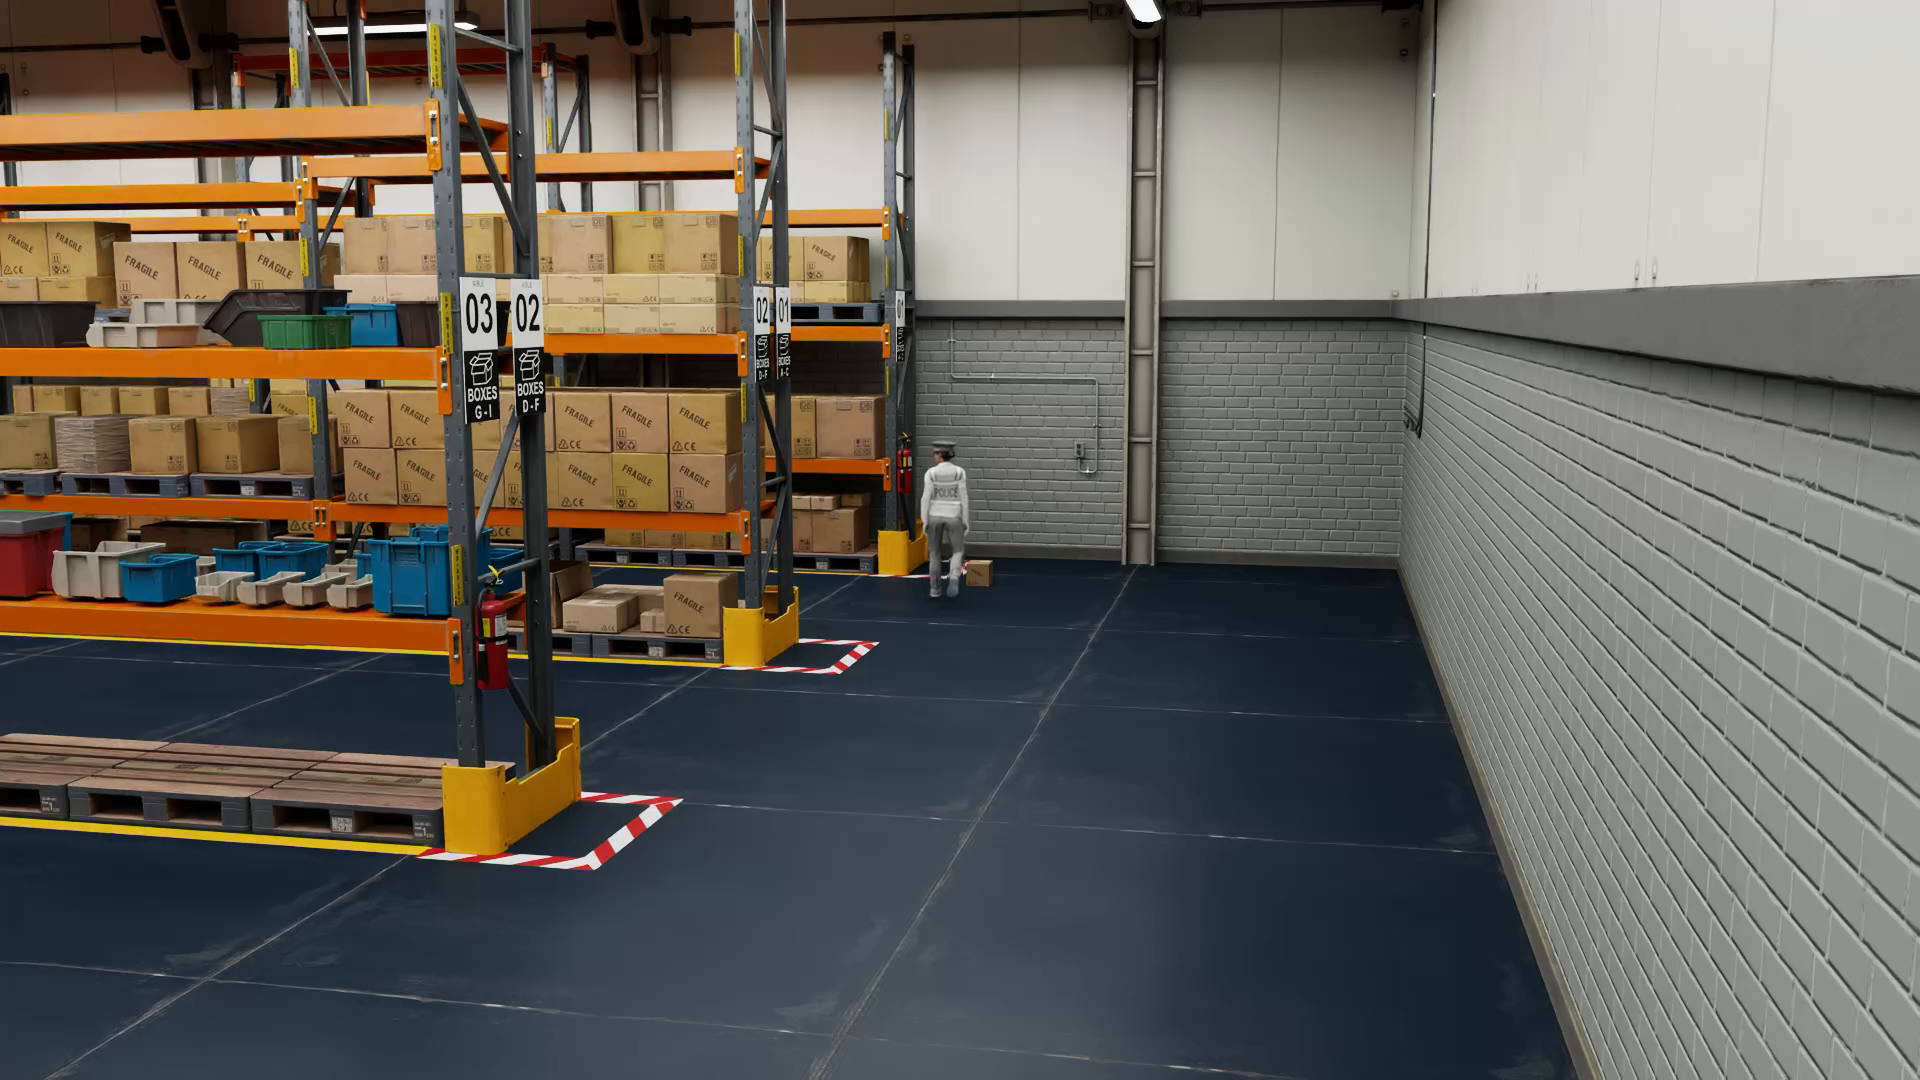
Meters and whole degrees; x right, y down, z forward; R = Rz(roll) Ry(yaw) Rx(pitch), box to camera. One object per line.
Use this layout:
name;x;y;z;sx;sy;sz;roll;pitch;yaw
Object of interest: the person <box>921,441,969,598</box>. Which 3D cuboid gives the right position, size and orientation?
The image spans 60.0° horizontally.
person;-0.152;-0.197;17.143;0.499;1.652;0.730;0;8;-2
